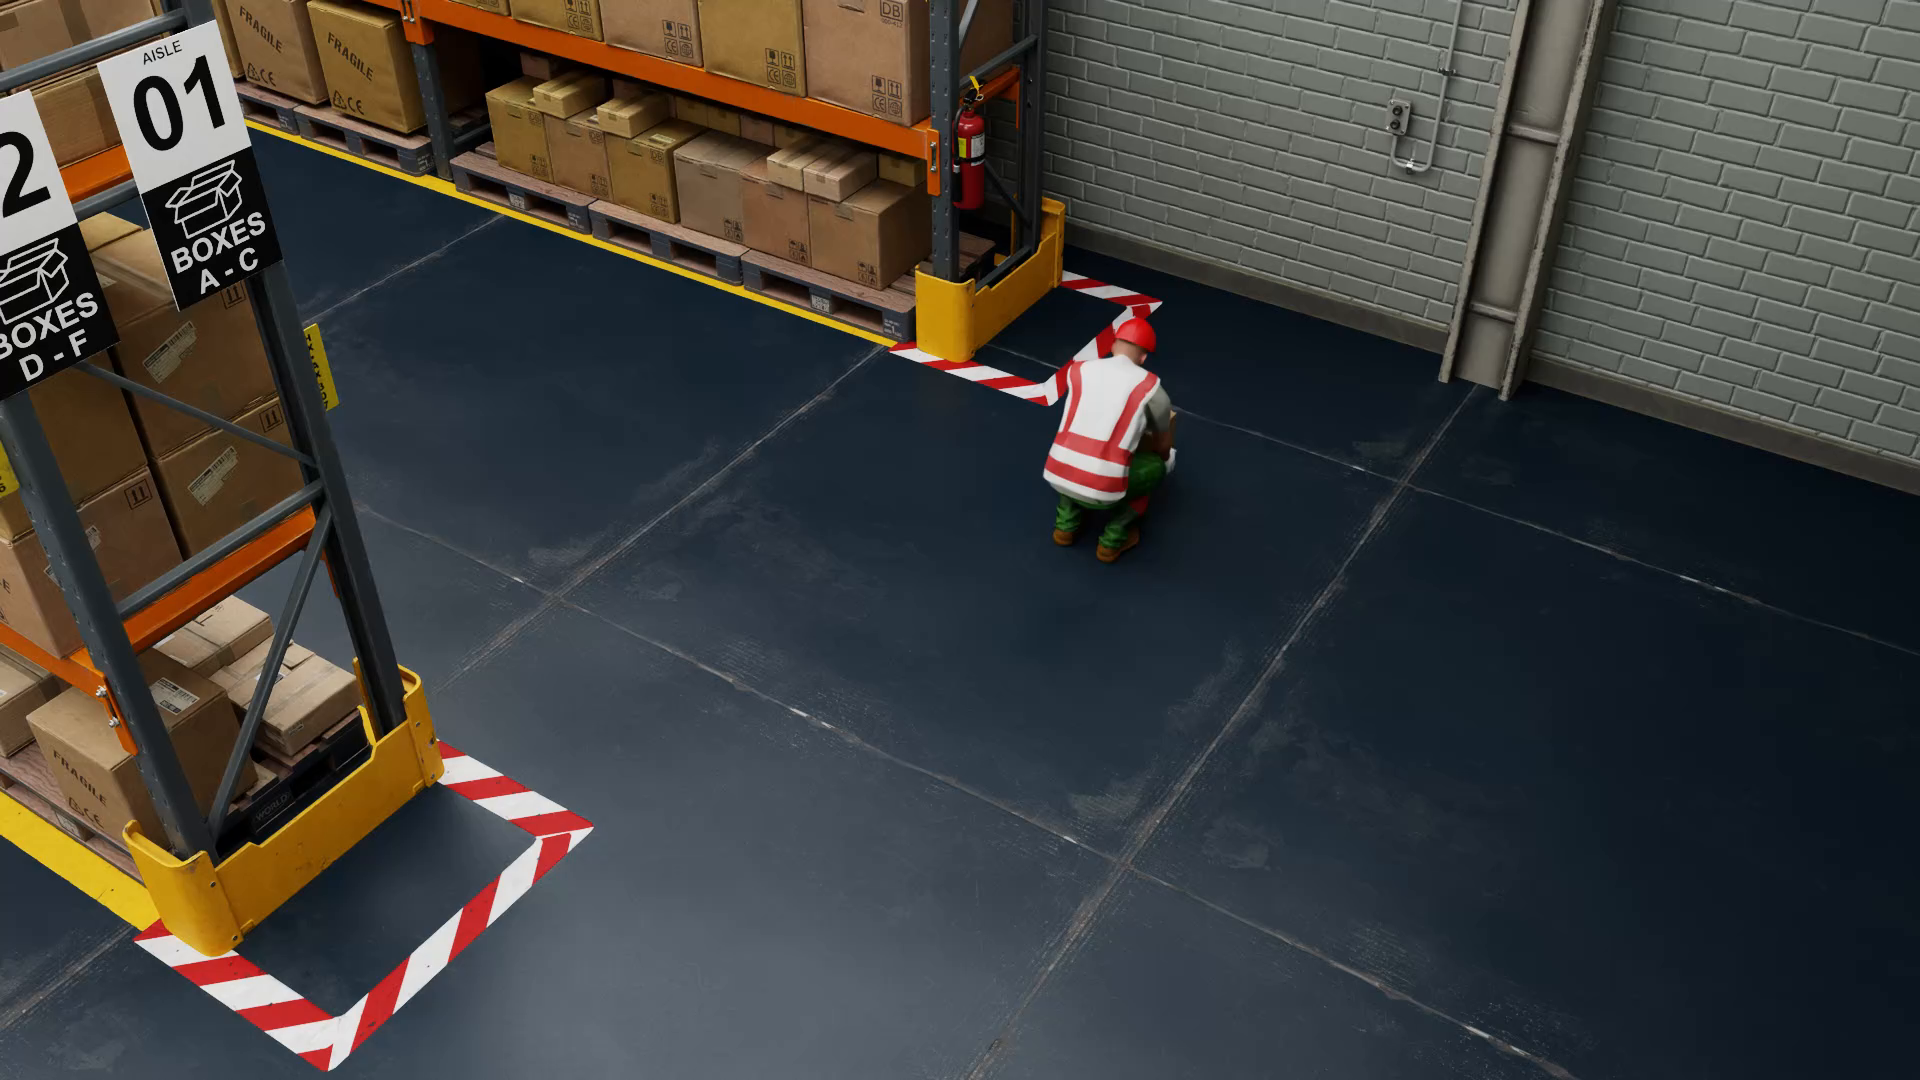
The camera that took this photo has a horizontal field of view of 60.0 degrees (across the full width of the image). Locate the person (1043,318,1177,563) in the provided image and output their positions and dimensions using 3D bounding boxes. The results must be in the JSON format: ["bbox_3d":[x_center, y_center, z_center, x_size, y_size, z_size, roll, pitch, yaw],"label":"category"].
[{"bbox_3d":[0.715,-0.471,7.908,0.545,1.001,0.885,20,42,24],"label":"person"}]
